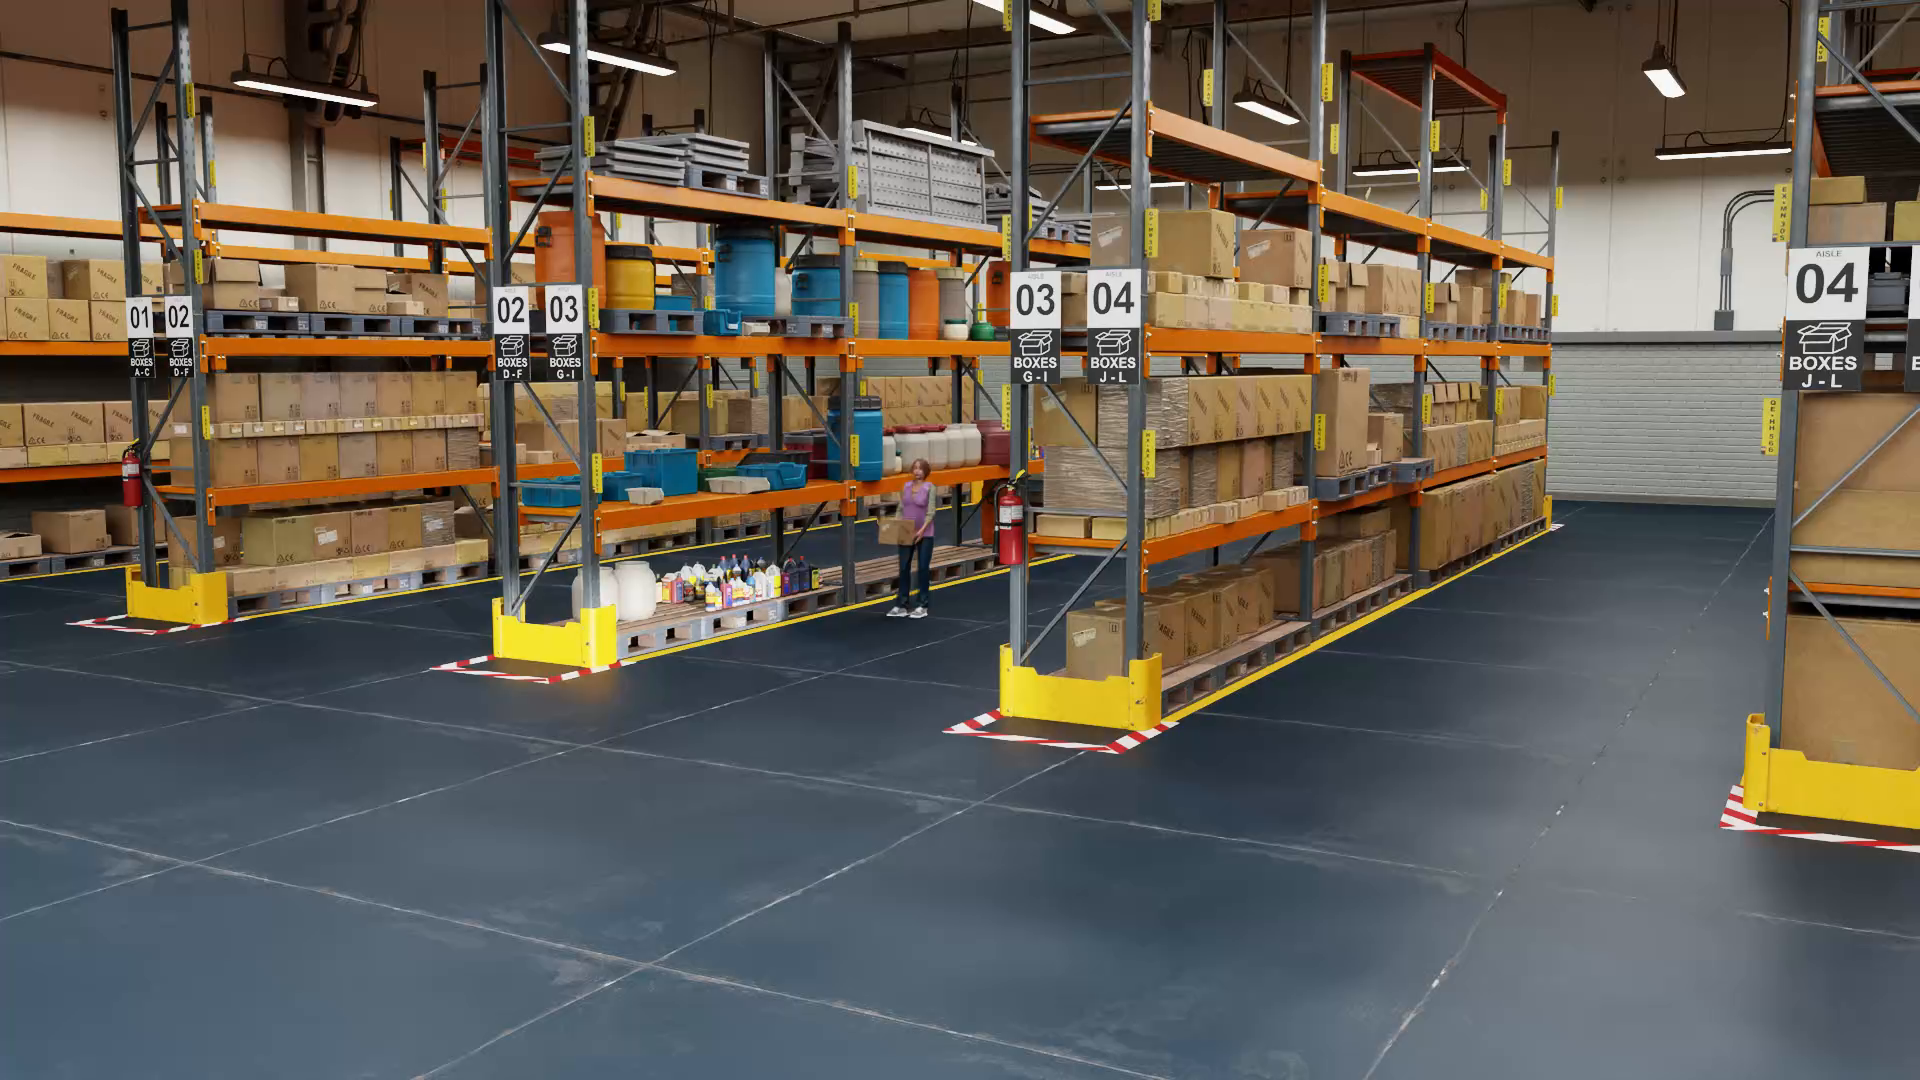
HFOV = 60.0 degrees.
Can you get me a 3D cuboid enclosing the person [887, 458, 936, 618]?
[{"bbox_3d":[-0.475,-0.018,16.704,0.466,1.601,0.461,2,7,20],"label":"person"}]
